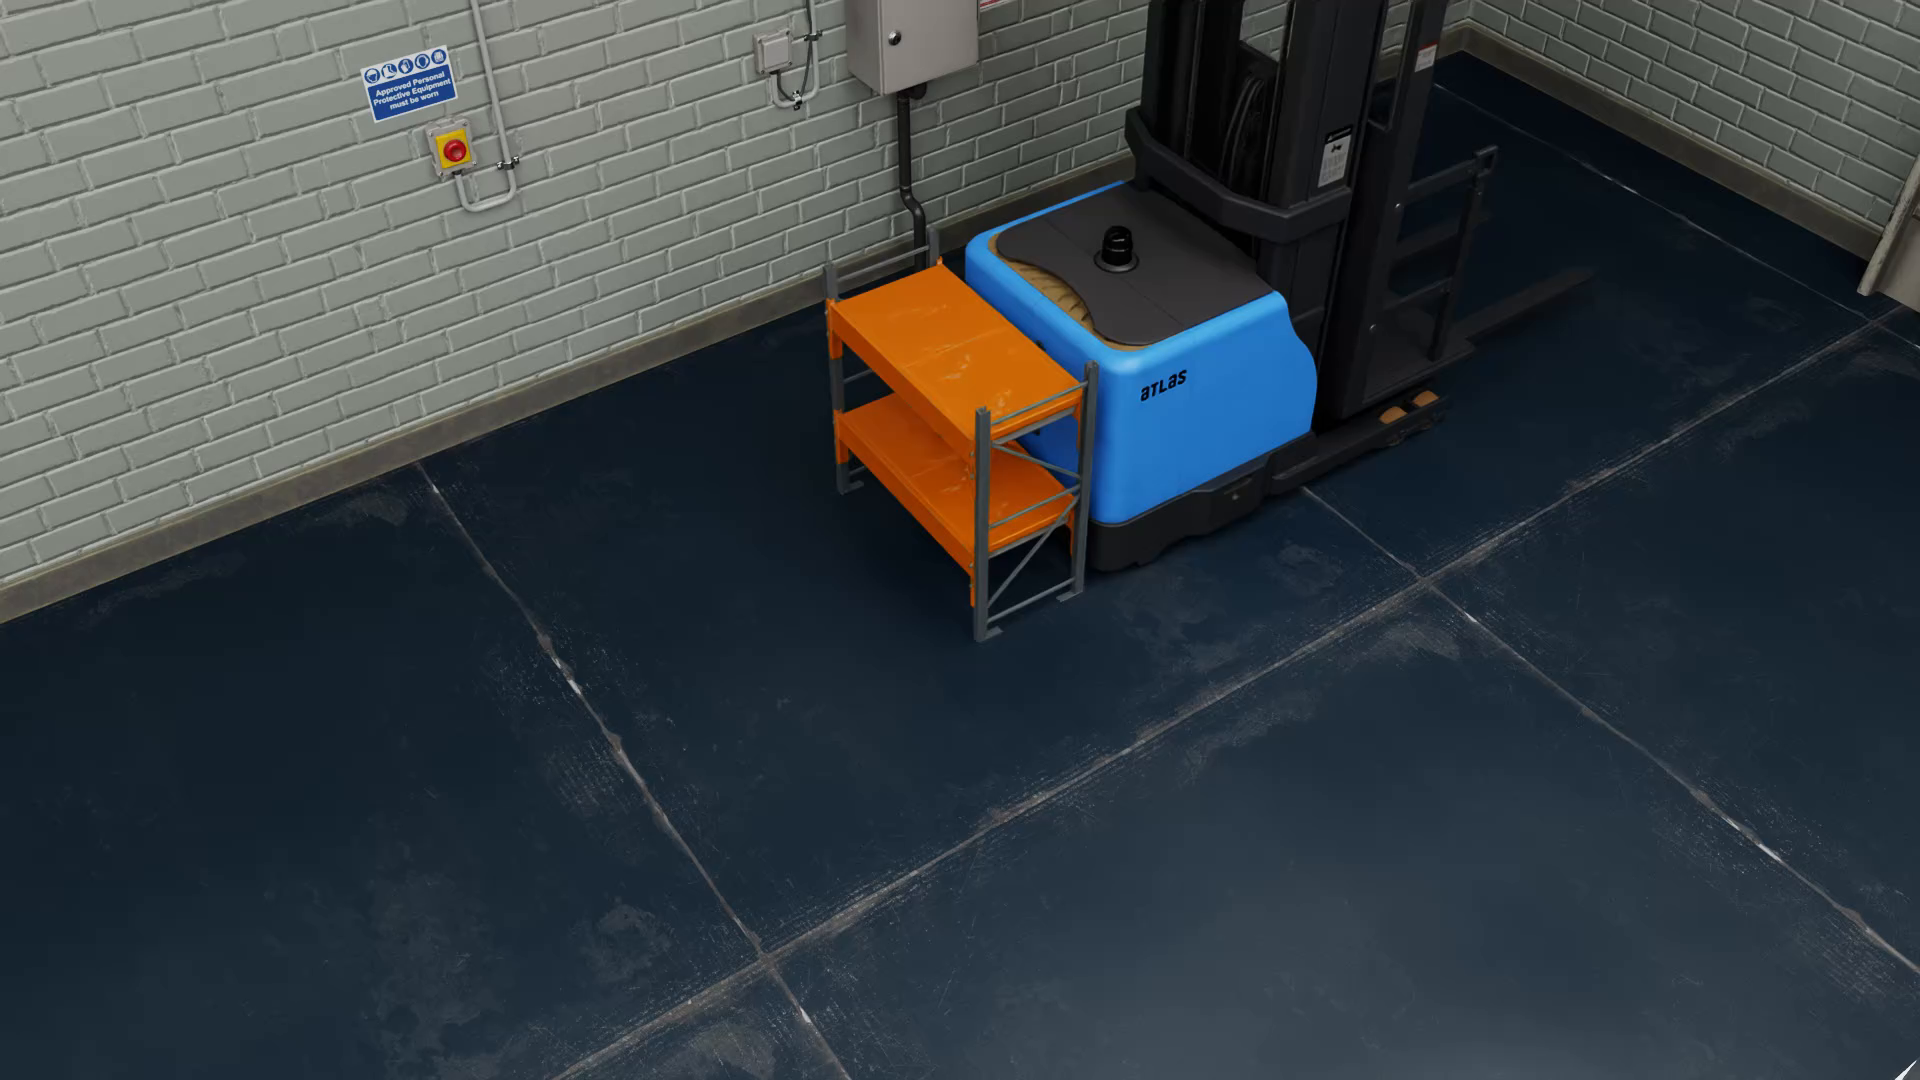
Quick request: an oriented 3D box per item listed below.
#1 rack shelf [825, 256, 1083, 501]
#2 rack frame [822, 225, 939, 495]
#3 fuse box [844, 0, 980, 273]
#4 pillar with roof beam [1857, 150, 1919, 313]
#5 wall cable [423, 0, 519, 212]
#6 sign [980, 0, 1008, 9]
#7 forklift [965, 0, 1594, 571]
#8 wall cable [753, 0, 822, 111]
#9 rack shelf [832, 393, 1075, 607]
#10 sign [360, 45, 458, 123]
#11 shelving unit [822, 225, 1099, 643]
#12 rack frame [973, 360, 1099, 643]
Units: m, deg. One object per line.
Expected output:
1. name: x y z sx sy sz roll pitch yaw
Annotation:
1. rack shelf: -0.014 -0.620 6.161 0.538 0.278 1.000 -25 49 -24
2. rack frame: -0.296 -0.701 6.669 0.500 1.125 0.032 -25 49 -24
3. fuse box: -0.152 -1.854 7.453 0.539 1.711 0.414 -26 49 -24
4. pillar with roof beam: 1.022 -2.704 3.065 9.100 9.000 0.400 -26 49 -24
5. wall cable: -1.958 -1.951 5.863 0.585 1.953 0.123 -26 49 -24
6. sign: 0.135 -2.598 7.368 0.329 0.494 0.001 -26 49 -24
7. forklift: 1.510 -1.745 6.455 3.031 2.935 1.130 -25 49 -24
8. wall cable: -0.801 -2.507 6.468 0.588 1.984 0.122 -26 49 -24
9. rack shelf: -0.014 -0.232 6.532 0.538 0.278 1.000 -25 49 -24
10. sign: -2.033 -1.686 6.148 0.327 0.218 0.001 -26 49 -24
11. shelving unit: -0.014 -0.408 6.363 0.538 1.125 1.048 -25 49 -24
12. rack frame: 0.268 -0.116 6.057 0.500 1.125 0.032 -25 49 -24
